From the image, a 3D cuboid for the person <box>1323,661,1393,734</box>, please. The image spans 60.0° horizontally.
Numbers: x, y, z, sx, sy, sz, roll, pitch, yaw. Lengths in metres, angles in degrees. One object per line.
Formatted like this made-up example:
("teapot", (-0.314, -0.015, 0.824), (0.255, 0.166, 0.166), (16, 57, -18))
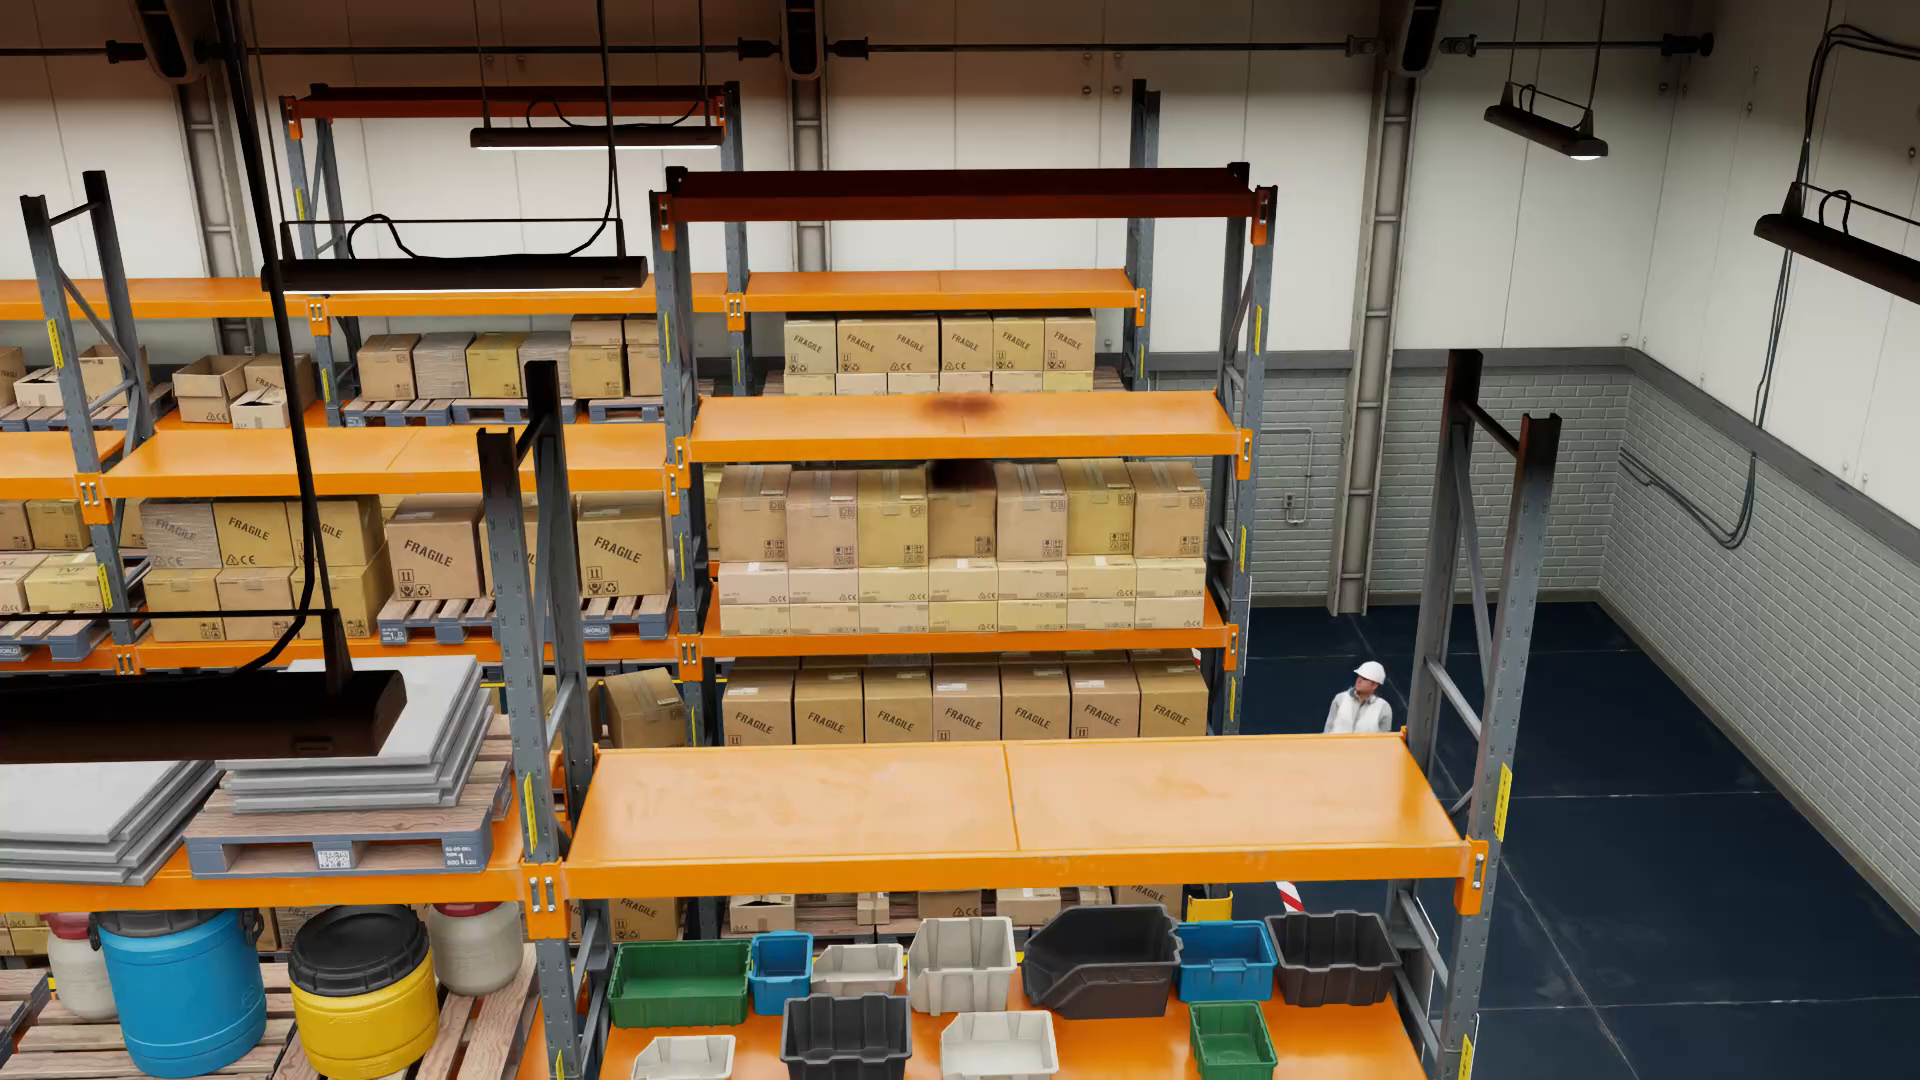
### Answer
("person", (3.356, 1.881, 14.168), (0.590, 1.742, 0.522), (2, 22, 5))
